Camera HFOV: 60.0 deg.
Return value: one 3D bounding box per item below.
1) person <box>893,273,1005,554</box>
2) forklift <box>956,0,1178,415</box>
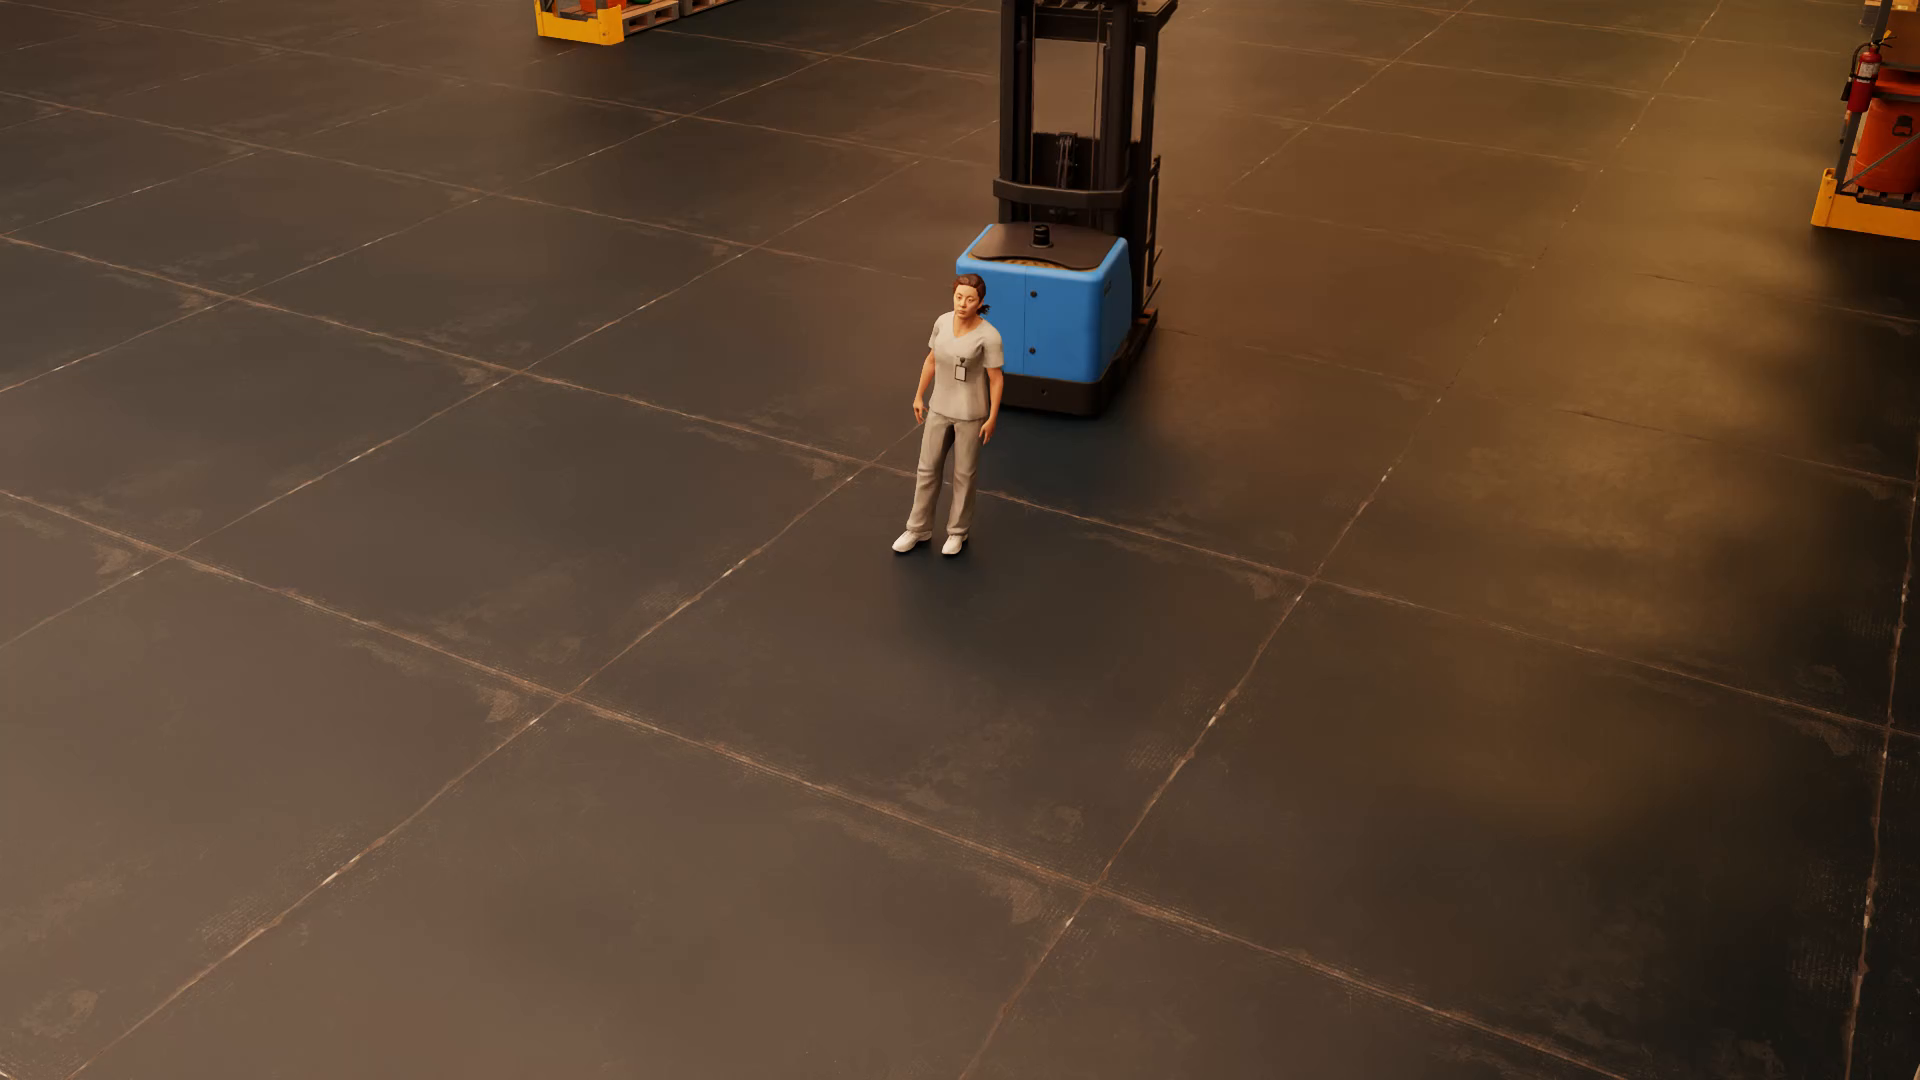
[{"bbox_3d":[-0.047,-0.703,9.530,0.550,1.675,0.549,15,33,25],"label":"person"},{"bbox_3d":[0.890,-2.842,11.994,1.130,2.935,3.031,9,31,15],"label":"forklift"}]
